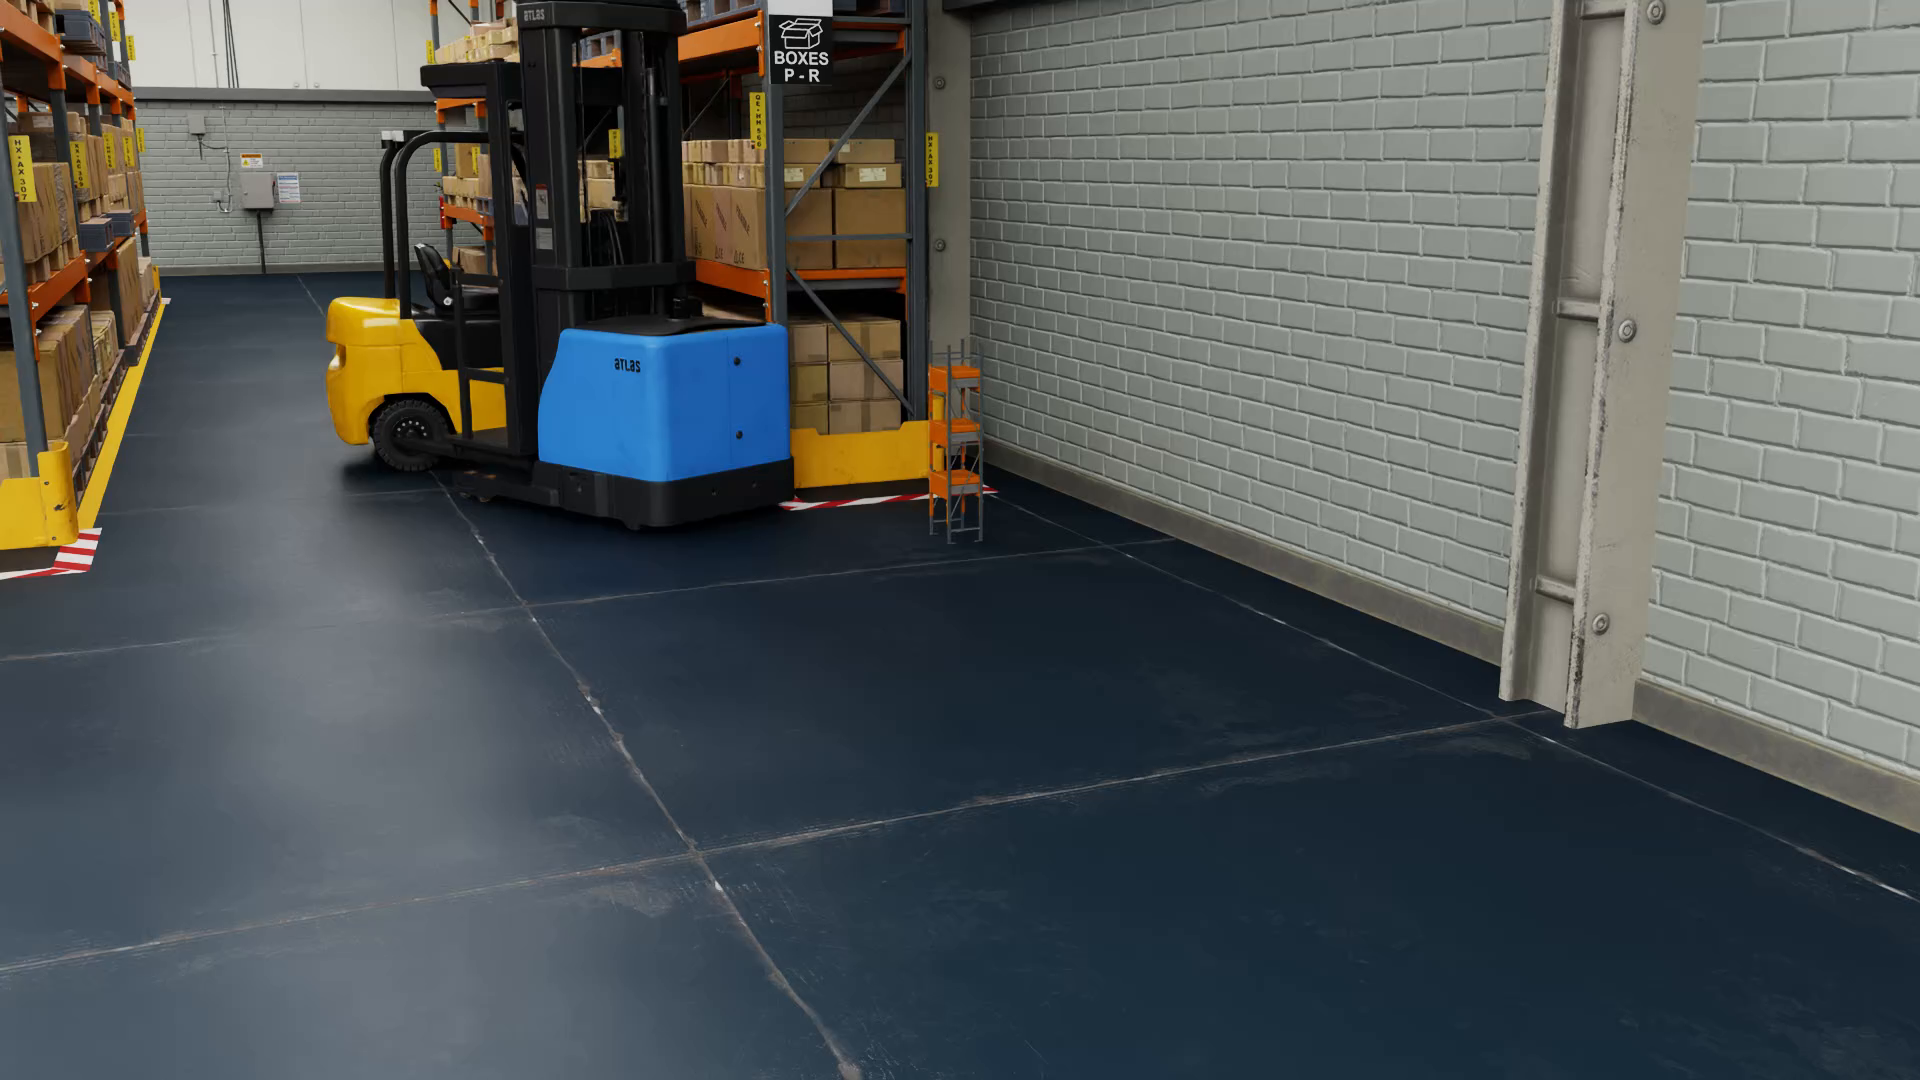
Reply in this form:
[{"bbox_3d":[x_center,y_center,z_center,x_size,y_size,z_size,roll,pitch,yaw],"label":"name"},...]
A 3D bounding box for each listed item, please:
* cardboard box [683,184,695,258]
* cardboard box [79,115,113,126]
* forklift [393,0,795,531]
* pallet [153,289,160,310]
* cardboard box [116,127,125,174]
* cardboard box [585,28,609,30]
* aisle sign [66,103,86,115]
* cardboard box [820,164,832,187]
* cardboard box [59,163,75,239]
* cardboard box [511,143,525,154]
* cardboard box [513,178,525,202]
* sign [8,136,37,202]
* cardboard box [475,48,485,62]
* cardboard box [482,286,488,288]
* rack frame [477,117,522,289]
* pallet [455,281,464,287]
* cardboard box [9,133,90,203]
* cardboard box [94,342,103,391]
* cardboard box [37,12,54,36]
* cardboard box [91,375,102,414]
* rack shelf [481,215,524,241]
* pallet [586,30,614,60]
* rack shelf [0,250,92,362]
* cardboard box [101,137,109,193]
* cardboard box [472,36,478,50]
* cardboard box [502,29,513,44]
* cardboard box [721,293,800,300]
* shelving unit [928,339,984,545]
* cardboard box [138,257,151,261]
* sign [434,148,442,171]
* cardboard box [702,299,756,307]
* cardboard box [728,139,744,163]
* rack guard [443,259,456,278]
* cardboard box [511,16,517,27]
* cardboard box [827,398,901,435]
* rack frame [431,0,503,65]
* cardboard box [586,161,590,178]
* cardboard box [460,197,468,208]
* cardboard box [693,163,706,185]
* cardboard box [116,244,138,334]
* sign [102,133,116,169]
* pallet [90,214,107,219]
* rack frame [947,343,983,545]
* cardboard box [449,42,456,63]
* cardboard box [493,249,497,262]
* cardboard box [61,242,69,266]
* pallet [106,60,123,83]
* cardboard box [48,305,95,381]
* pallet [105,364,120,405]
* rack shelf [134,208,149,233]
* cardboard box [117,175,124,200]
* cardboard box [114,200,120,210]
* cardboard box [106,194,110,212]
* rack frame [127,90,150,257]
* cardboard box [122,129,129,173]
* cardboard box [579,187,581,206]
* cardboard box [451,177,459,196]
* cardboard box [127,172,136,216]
[{"bbox_3d":[-1.747,-2.298,11.923,0.500,0.500,0.500,-6,14,-23],"label":"cardboard box"},{"bbox_3d":[-9.935,-4.825,19.187,0.380,0.149,0.250,-6,14,-24],"label":"cardboard box"},{"bbox_3d":[-2.403,-1.728,9.837,3.031,2.935,1.130,11,17,39],"label":"forklift"},{"bbox_3d":[-11.257,-3.194,22.203,1.003,0.211,1.213,-6,14,-23],"label":"pallet"},{"bbox_3d":[-9.424,-4.244,18.117,0.500,0.500,0.500,-5,14,-22],"label":"cardboard box"},{"bbox_3d":[-3.014,-4.473,14.295,0.380,0.149,0.250,-6,14,-23],"label":"cardboard box"},{"bbox_3d":[-11.944,-5.966,22.229,0.394,0.787,0.004,-6,14,-23],"label":"aisle sign"},{"bbox_3d":[-0.749,-2.358,10.744,0.380,0.149,0.250,-6,14,-23],"label":"cardboard box"},{"bbox_3d":[-6.224,-2.250,11.058,0.500,0.500,0.500,-5,14,-21],"label":"cardboard box"},{"bbox_3d":[-5.853,-5.102,22.273,0.500,0.500,0.500,-6,14,-25],"label":"cardboard box"},{"bbox_3d":[-4.617,-3.827,18.156,0.500,0.250,0.500,-6,14,-26],"label":"cardboard box"},{"bbox_3d":[-4.743,-1.876,8.403,0.100,0.325,0.005,-6,14,-23],"label":"sign"},{"bbox_3d":[-5.459,-5.668,19.459,0.380,0.149,0.250,-5,14,-22],"label":"cardboard box"},{"bbox_3d":[-5.992,-3.238,21.598,0.380,0.149,0.250,-6,14,-25],"label":"cardboard box"},{"bbox_3d":[-5.500,-4.333,20.941,1.000,3.000,0.127,-6,14,-23],"label":"rack frame"},{"bbox_3d":[-6.752,-3.621,24.047,1.003,0.211,1.213,-6,14,-23],"label":"pallet"},{"bbox_3d":[-6.767,-2.753,12.298,0.500,0.500,0.500,-5,14,-22],"label":"cardboard box"},{"bbox_3d":[-7.054,-1.264,12.576,0.950,0.372,0.625,-5,14,-22],"label":"cardboard box"},{"bbox_3d":[-6.436,-3.533,11.387,0.380,0.149,0.250,-6,14,-23],"label":"cardboard box"},{"bbox_3d":[-6.359,-0.999,11.699,0.500,0.250,0.500,-5,14,-20],"label":"cardboard box"},{"bbox_3d":[-4.699,-3.570,19.237,1.077,0.370,4.000,-6,14,-23],"label":"rack shelf"},{"bbox_3d":[-2.661,-4.230,14.266,0.805,0.209,1.217,-6,14,-25],"label":"pallet"},{"bbox_3d":[-6.041,-1.468,10.155,1.077,0.370,4.000,-6,14,-23],"label":"rack shelf"},{"bbox_3d":[-8.008,-3.387,15.041,0.500,0.500,0.500,-6,14,-25],"label":"cardboard box"},{"bbox_3d":[-5.548,-5.864,19.648,0.380,0.149,0.250,-6,14,-24],"label":"cardboard box"},{"bbox_3d":[-4.826,-5.547,18.320,0.380,0.149,0.250,-6,14,-23],"label":"cardboard box"},{"bbox_3d":[-1.514,-1.740,12.683,0.500,0.250,0.500,-6,14,-23],"label":"cardboard box"},{"bbox_3d":[-0.021,-0.523,8.799,0.215,1.050,0.252,-6,14,-23],"label":"shelving unit"},{"bbox_3d":[-11.293,-3.540,22.263,0.875,0.438,0.875,-6,14,-25],"label":"cardboard box"},{"bbox_3d":[-7.600,-5.533,24.202,0.100,0.325,0.005,-6,14,-23],"label":"sign"},{"bbox_3d":[-1.781,-1.587,12.024,0.500,0.250,0.500,-6,14,-24],"label":"cardboard box"},{"bbox_3d":[-1.287,-2.519,10.780,0.380,0.149,0.250,-5,14,-22],"label":"cardboard box"},{"bbox_3d":[-7.072,-3.926,24.726,1.175,0.500,0.348,-6,14,-23],"label":"rack guard"},{"bbox_3d":[-5.178,-6.164,20.023,0.396,0.266,0.258,-6,14,-23],"label":"cardboard box"},{"bbox_3d":[-0.711,-0.838,11.007,0.500,0.250,0.500,-6,14,-23],"label":"cardboard box"},{"bbox_3d":[-7.102,-8.083,23.835,1.000,3.000,0.127,-6,14,-23],"label":"rack frame"},{"bbox_3d":[-3.175,-3.357,15.063,0.380,0.149,0.250,-5,14,-22],"label":"cardboard box"},{"bbox_3d":[-6.627,-4.622,22.743,0.380,0.149,0.250,-5,14,-22],"label":"cardboard box"},{"bbox_3d":[-1.625,-2.528,11.481,0.380,0.149,0.250,-6,14,-23],"label":"cardboard box"},{"bbox_3d":[-8.998,-2.562,17.069,0.875,0.875,0.875,-5,14,-22],"label":"cardboard box"},{"bbox_3d":[-7.951,-3.634,15.529,0.100,0.325,0.005,-6,14,-23],"label":"sign"},{"bbox_3d":[-7.614,-2.559,13.701,1.003,0.211,1.213,-6,14,-23],"label":"pallet"},{"bbox_3d":[0.027,-0.497,8.690,0.200,1.050,0.008,-6,14,-23],"label":"rack frame"},{"bbox_3d":[-6.541,-6.509,22.251,0.500,0.250,0.500,-5,14,-21],"label":"cardboard box"},{"bbox_3d":[-5.600,-3.538,20.679,0.380,0.149,0.250,-5,14,-20],"label":"cardboard box"},{"bbox_3d":[-6.024,-1.861,10.814,0.380,0.149,0.250,-6,14,-24],"label":"cardboard box"},{"bbox_3d":[-10.365,-5.473,19.407,1.003,0.211,1.213,-6,14,-23],"label":"pallet"},{"bbox_3d":[-6.359,-1.364,11.614,0.500,0.500,0.500,-6,14,-24],"label":"cardboard box"},{"bbox_3d":[-7.648,-1.286,13.959,1.003,0.211,1.213,-6,14,-23],"label":"pallet"},{"bbox_3d":[-10.848,-3.947,20.867,1.077,0.370,4.000,-6,14,-23],"label":"rack shelf"},{"bbox_3d":[-9.007,-3.672,17.309,0.500,0.250,0.500,-5,14,-22],"label":"cardboard box"},{"bbox_3d":[-8.837,-3.322,16.904,0.500,0.250,0.500,-5,14,-21],"label":"cardboard box"},{"bbox_3d":[-7.782,-2.997,14.792,0.380,0.149,0.250,-6,14,-23],"label":"cardboard box"},{"bbox_3d":[-11.649,-4.711,22.571,1.000,3.000,0.127,-6,14,-23],"label":"rack frame"},{"bbox_3d":[-10.016,-4.540,19.396,0.500,0.500,0.500,-6,14,-23],"label":"cardboard box"},{"bbox_3d":[-3.324,-3.247,15.472,0.500,0.250,0.500,-5,14,-22],"label":"cardboard box"},{"bbox_3d":[-6.759,-4.905,23.084,0.500,0.250,0.500,-6,14,-24],"label":"cardboard box"},{"bbox_3d":[-9.995,-4.054,19.511,0.500,0.500,0.500,-5,14,-21],"label":"cardboard box"}]
